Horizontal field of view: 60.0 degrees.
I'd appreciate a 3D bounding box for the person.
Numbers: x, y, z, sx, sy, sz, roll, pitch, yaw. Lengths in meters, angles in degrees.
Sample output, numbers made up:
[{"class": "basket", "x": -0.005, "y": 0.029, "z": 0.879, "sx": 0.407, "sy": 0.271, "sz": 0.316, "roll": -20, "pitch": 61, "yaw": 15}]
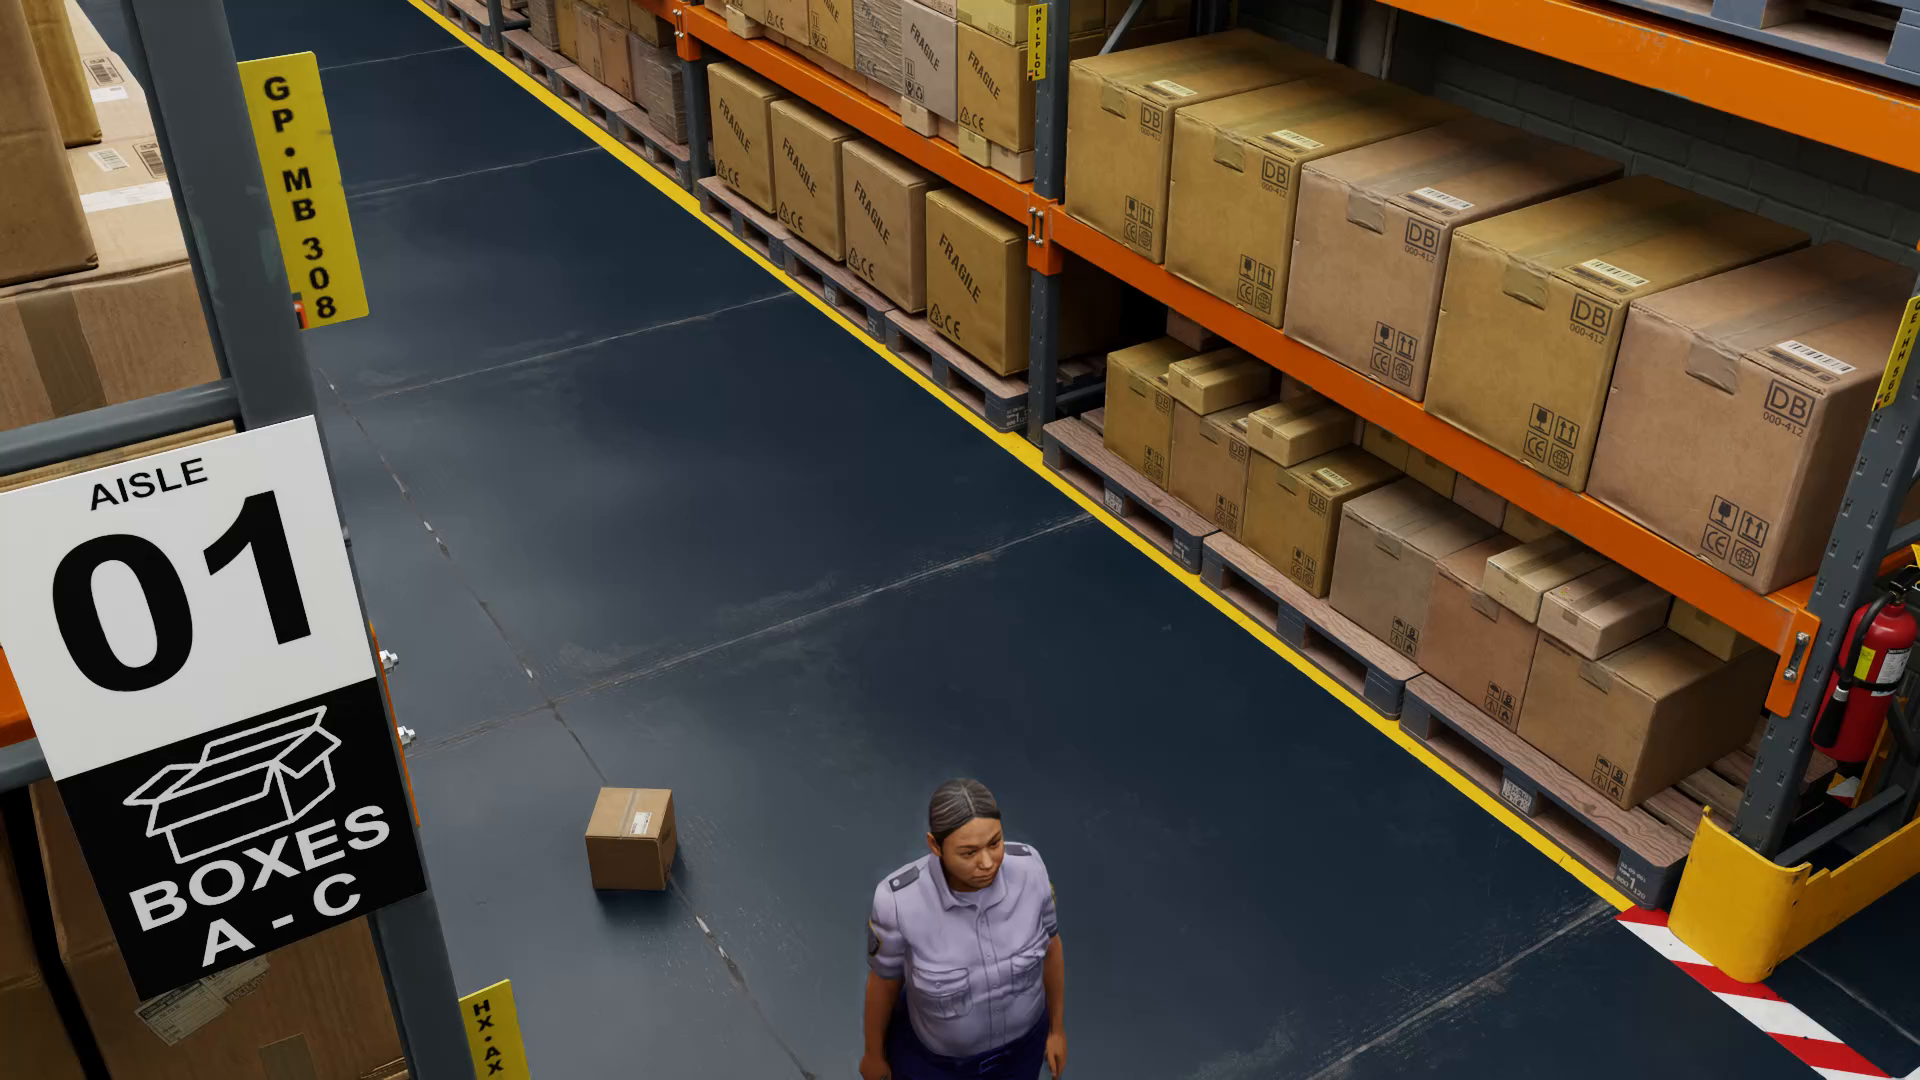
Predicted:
[{"class": "person", "x": 0.038, "y": 1.299, "z": 4.134, "sx": 0.513, "sy": 1.689, "sz": 0.469, "roll": -14, "pitch": 35, "yaw": -20}]
